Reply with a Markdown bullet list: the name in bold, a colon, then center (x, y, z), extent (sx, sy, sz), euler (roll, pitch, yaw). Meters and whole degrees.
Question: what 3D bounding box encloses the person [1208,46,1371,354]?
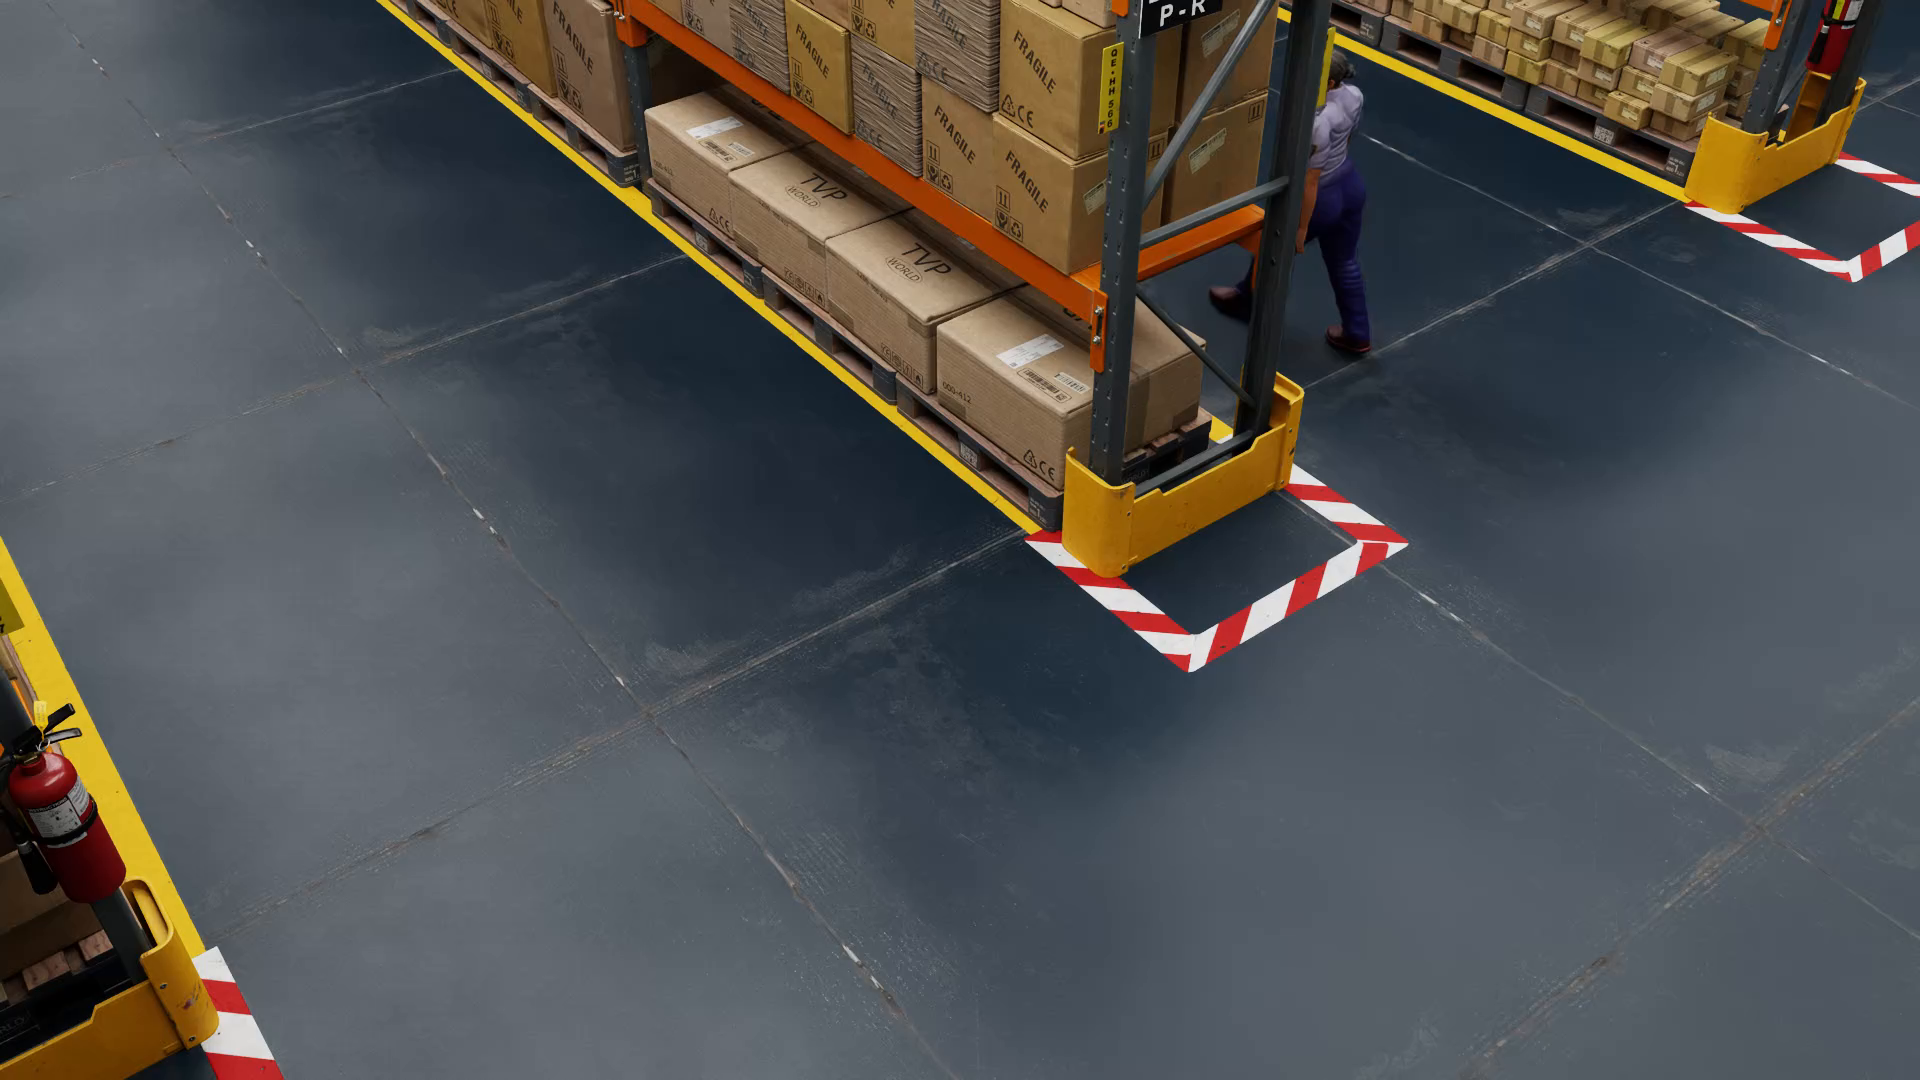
- **person**: center (1.700, -1.709, 8.170), extent (0.528, 1.588, 0.942), euler (-31, 49, -31)
